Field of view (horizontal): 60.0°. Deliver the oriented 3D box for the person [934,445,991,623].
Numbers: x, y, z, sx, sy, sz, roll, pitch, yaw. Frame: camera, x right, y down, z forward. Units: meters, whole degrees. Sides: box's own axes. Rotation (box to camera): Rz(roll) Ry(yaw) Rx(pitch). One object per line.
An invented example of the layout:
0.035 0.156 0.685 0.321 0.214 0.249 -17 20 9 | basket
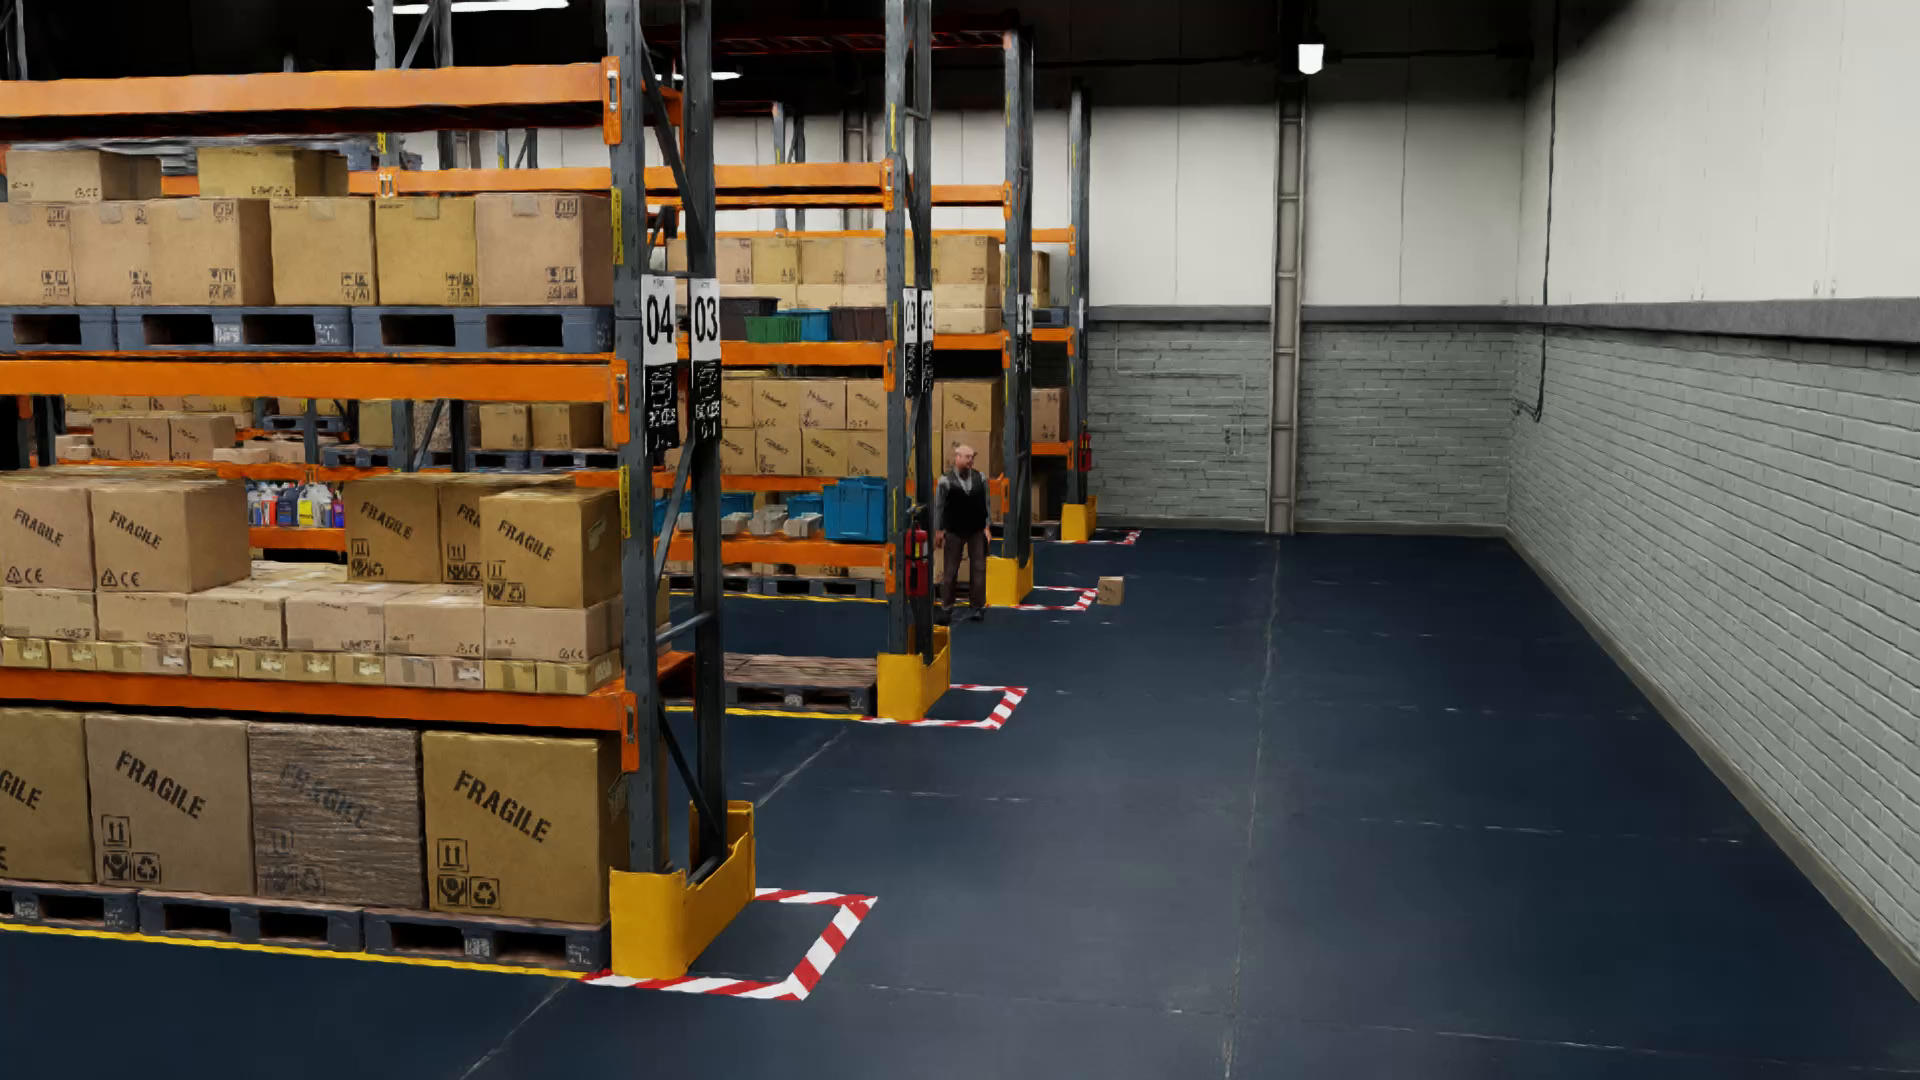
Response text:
0.034 -0.059 16.159 0.559 1.726 0.475 -2 8 -13 | person
